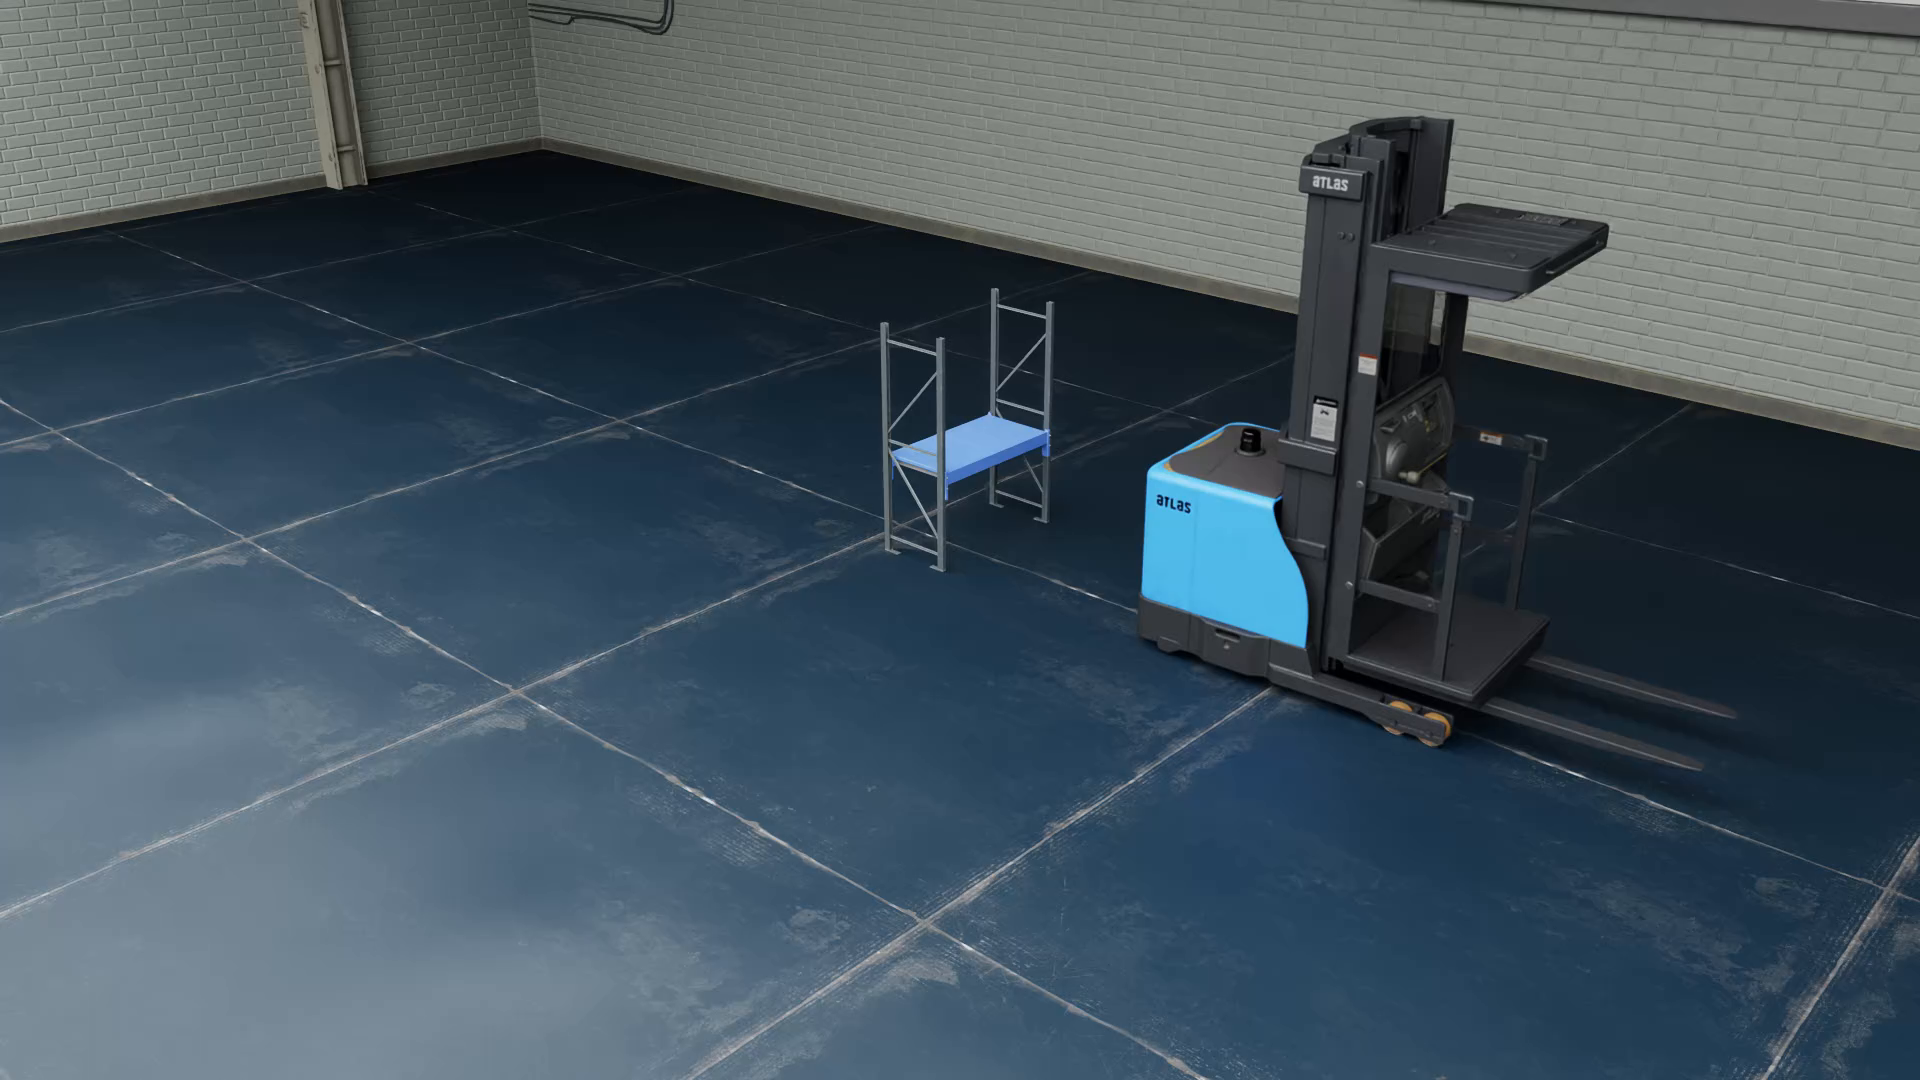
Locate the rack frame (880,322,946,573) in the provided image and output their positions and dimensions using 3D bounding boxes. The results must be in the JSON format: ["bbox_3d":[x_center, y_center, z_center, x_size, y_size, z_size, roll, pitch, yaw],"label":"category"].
[{"bbox_3d":[-0.282,-0.555,10.156,0.500,1.500,0.032,20,31,38],"label":"rack frame"}]

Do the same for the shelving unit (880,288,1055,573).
[{"bbox_3d":[0.057,-0.710,10.501,0.538,1.500,1.048,20,31,38],"label":"shelving unit"}]

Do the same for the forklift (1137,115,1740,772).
[{"bbox_3d":[2.478,-0.538,8.368,3.031,2.935,1.130,17,29,34],"label":"forklift"}]

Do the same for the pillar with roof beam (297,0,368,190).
[{"bbox_3d":[-4.352,-7.307,16.048,9.100,9.000,0.400,20,31,38],"label":"pillar with roof beam"}]

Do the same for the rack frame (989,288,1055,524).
[{"bbox_3d":[0.396,-0.865,10.847,0.500,1.500,0.032,20,31,38],"label":"rack frame"}]

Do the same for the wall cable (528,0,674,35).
[{"bbox_3d":[-4.607,-7.602,20.501,3.097,2.526,0.112,20,31,38],"label":"wall cable"}]

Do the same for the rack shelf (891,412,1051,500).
[{"bbox_3d":[0.057,-0.546,10.575,0.538,0.185,1.000,20,31,38],"label":"rack shelf"}]
